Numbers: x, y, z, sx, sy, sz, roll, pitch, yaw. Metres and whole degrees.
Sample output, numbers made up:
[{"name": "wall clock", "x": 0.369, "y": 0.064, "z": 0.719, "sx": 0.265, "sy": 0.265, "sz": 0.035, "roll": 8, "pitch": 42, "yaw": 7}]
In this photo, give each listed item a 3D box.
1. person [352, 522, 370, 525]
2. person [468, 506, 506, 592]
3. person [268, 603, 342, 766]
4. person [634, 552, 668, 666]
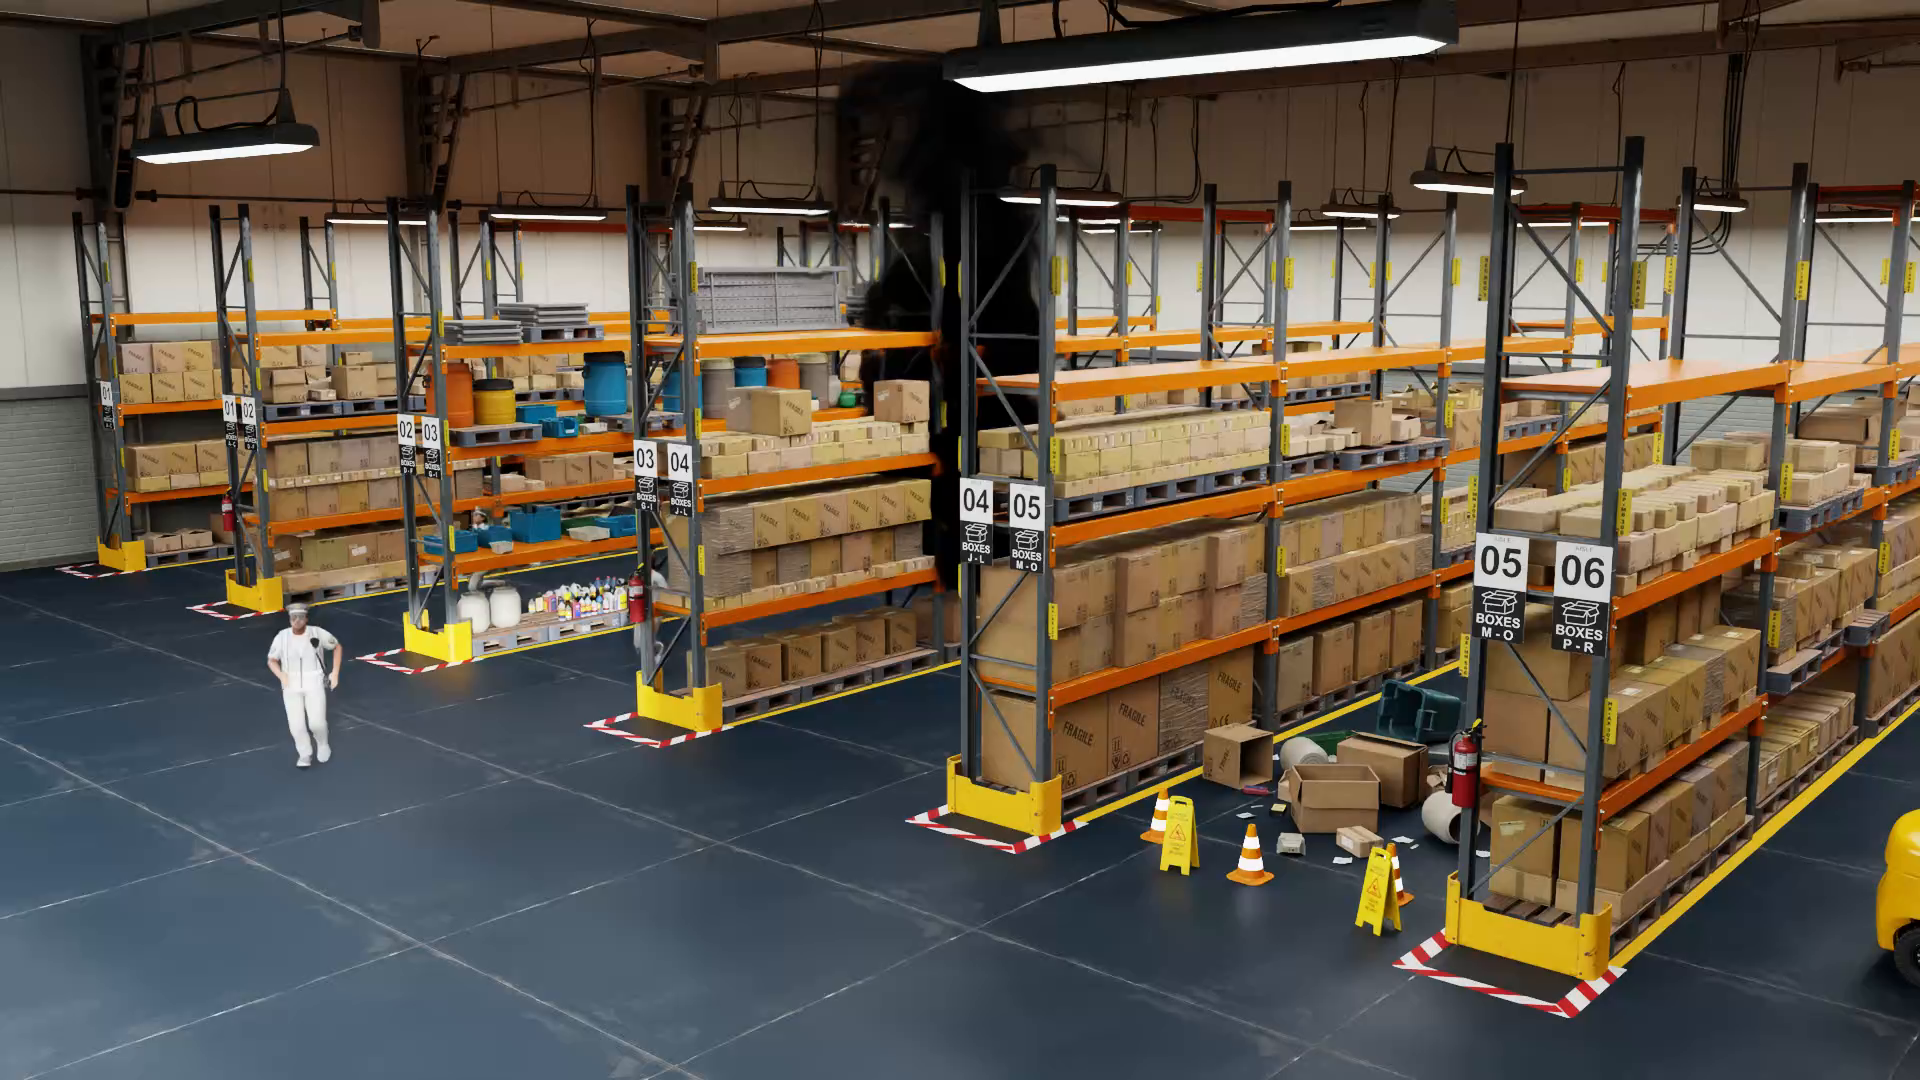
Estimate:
[{"name": "person", "x": -10.243, "y": -0.373, "z": 28.649, "sx": 0.574, "sy": 1.602, "sz": 0.587, "roll": 7, "pitch": 12, "yaw": 35}, {"name": "person", "x": -7.016, "y": 0.315, "z": 24.506, "sx": 0.623, "sy": 1.670, "sz": 0.784, "roll": 8, "pitch": 12, "yaw": 40}, {"name": "person", "x": -6.697, "y": 1.491, "z": 17.012, "sx": 0.706, "sy": 1.735, "sz": 0.589, "roll": -3, "pitch": 10, "yaw": -16}, {"name": "person", "x": -3.834, "y": 0.939, "z": 20.775, "sx": 0.565, "sy": 1.643, "sz": 0.620, "roll": 5, "pitch": 11, "yaw": 30}]
